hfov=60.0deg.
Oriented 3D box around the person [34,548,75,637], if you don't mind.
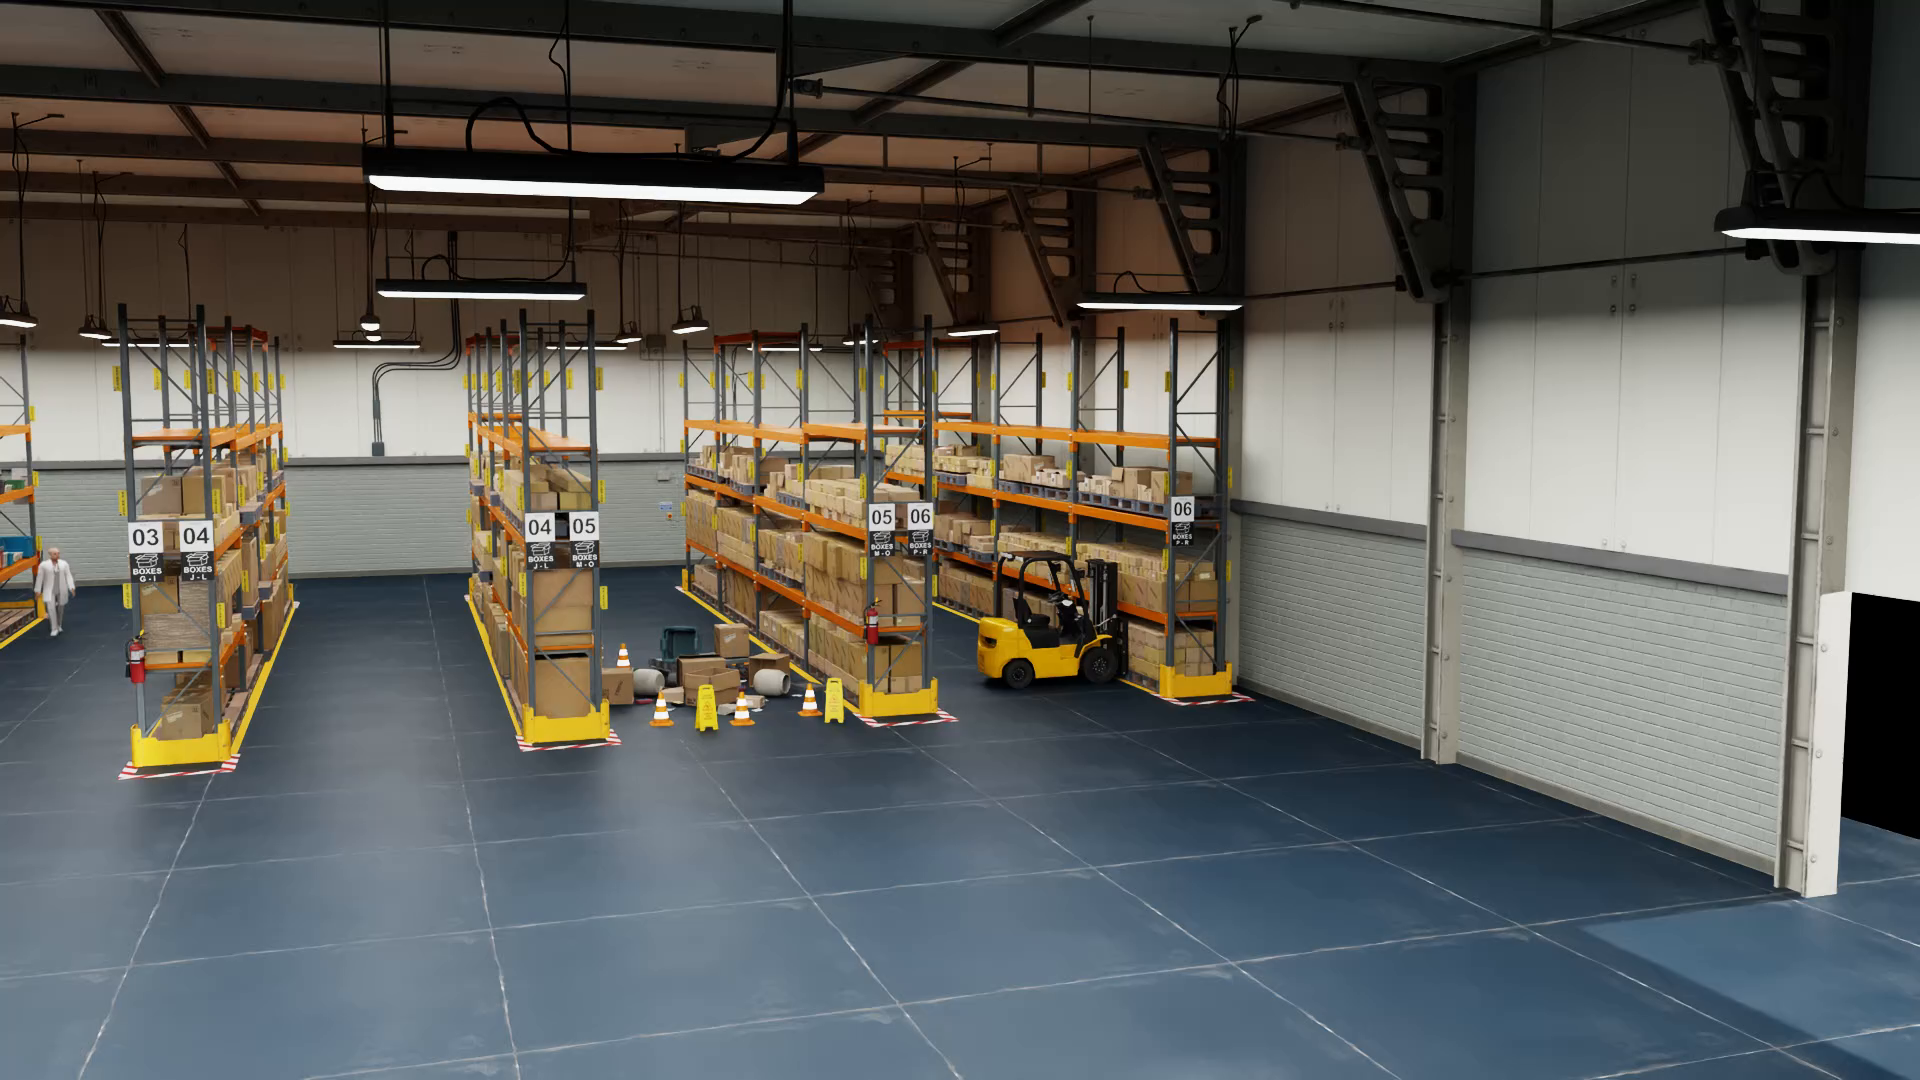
[{"bbox_3d":[-17.841,1.009,32.778,0.709,1.712,1.131,-4,7,-36],"label":"person"}]
